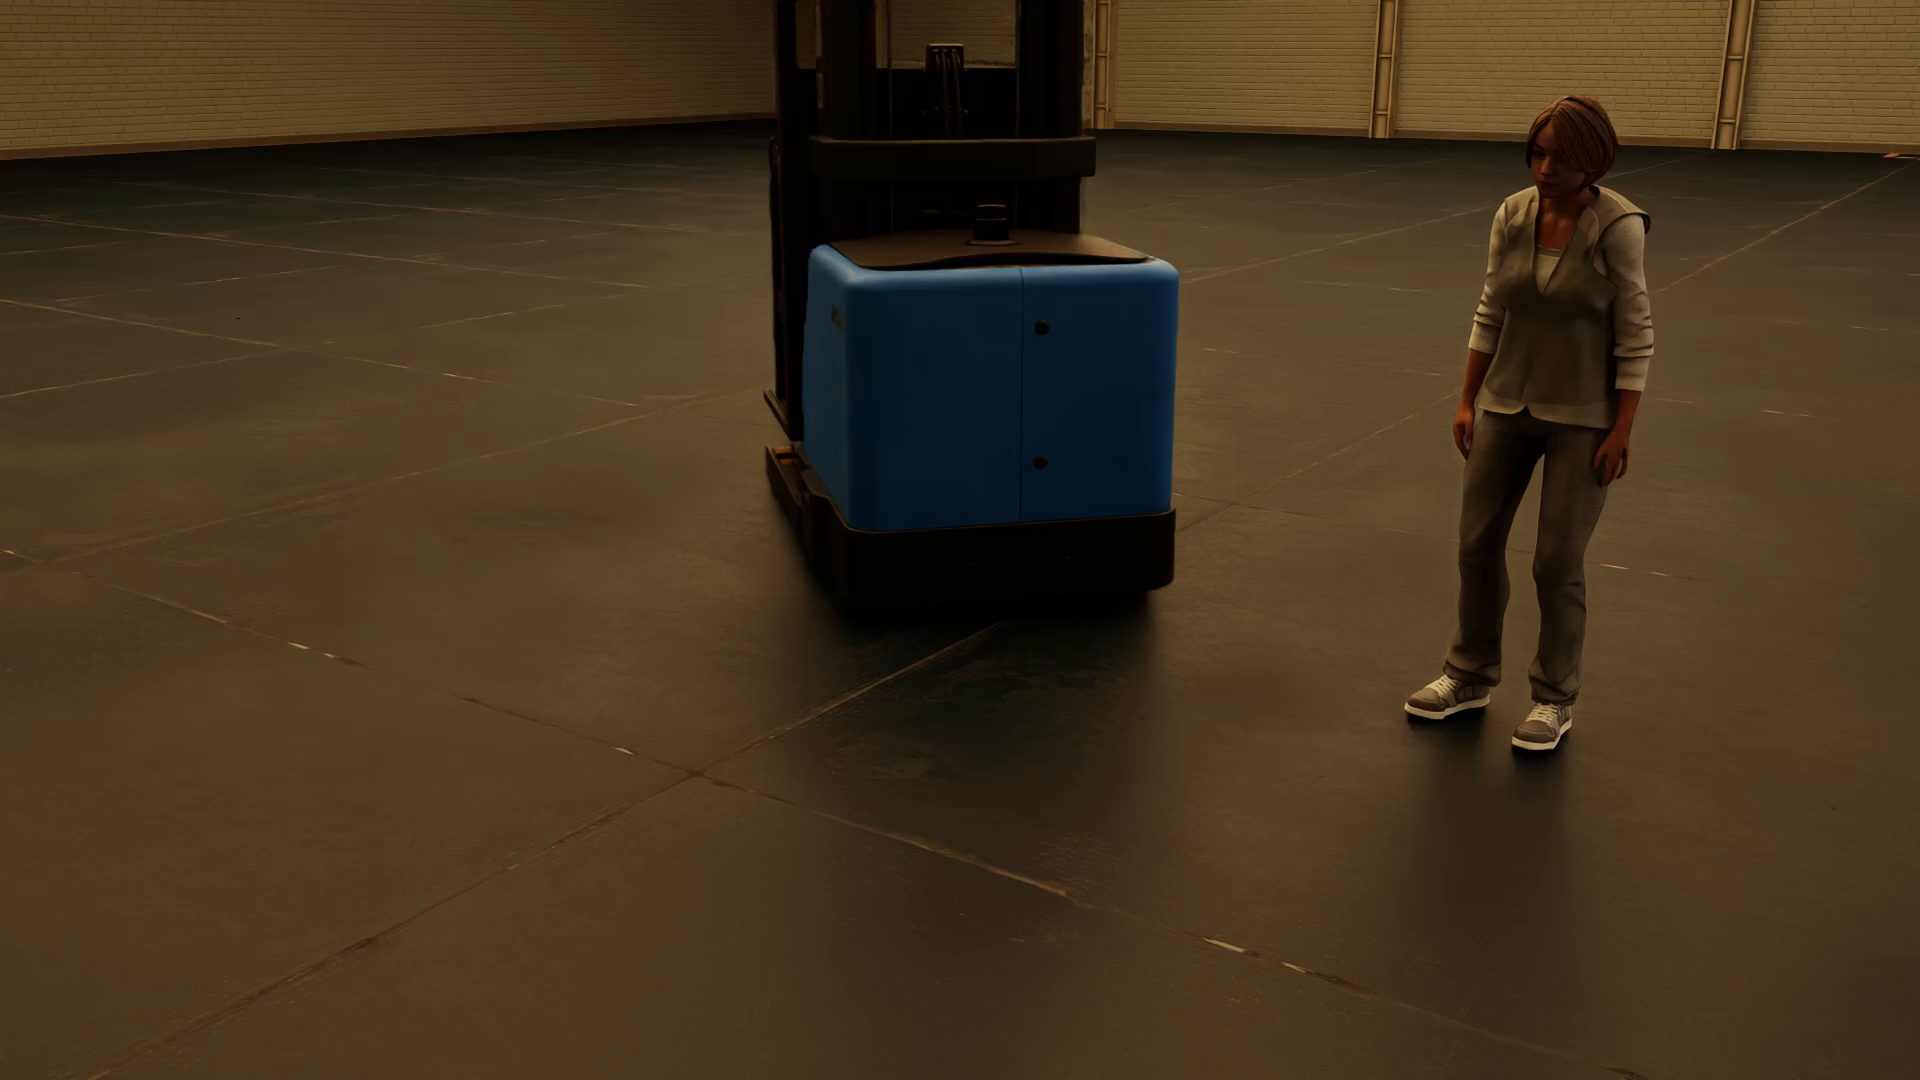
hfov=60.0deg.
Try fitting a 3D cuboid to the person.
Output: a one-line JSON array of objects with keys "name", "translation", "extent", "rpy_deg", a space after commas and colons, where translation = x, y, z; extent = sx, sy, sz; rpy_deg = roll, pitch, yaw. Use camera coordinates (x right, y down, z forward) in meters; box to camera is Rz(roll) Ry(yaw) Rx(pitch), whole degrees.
[{"name": "person", "translation": [1.437, -0.279, 4.106], "extent": [0.348, 1.590, 0.474], "rpy_deg": [-15, 23, -42]}]

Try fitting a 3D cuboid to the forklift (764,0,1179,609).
[{"name": "forklift", "translation": [-0.161, -1.577, 6.106], "extent": [1.130, 2.935, 3.031], "rpy_deg": [-4, 17, -13]}]
